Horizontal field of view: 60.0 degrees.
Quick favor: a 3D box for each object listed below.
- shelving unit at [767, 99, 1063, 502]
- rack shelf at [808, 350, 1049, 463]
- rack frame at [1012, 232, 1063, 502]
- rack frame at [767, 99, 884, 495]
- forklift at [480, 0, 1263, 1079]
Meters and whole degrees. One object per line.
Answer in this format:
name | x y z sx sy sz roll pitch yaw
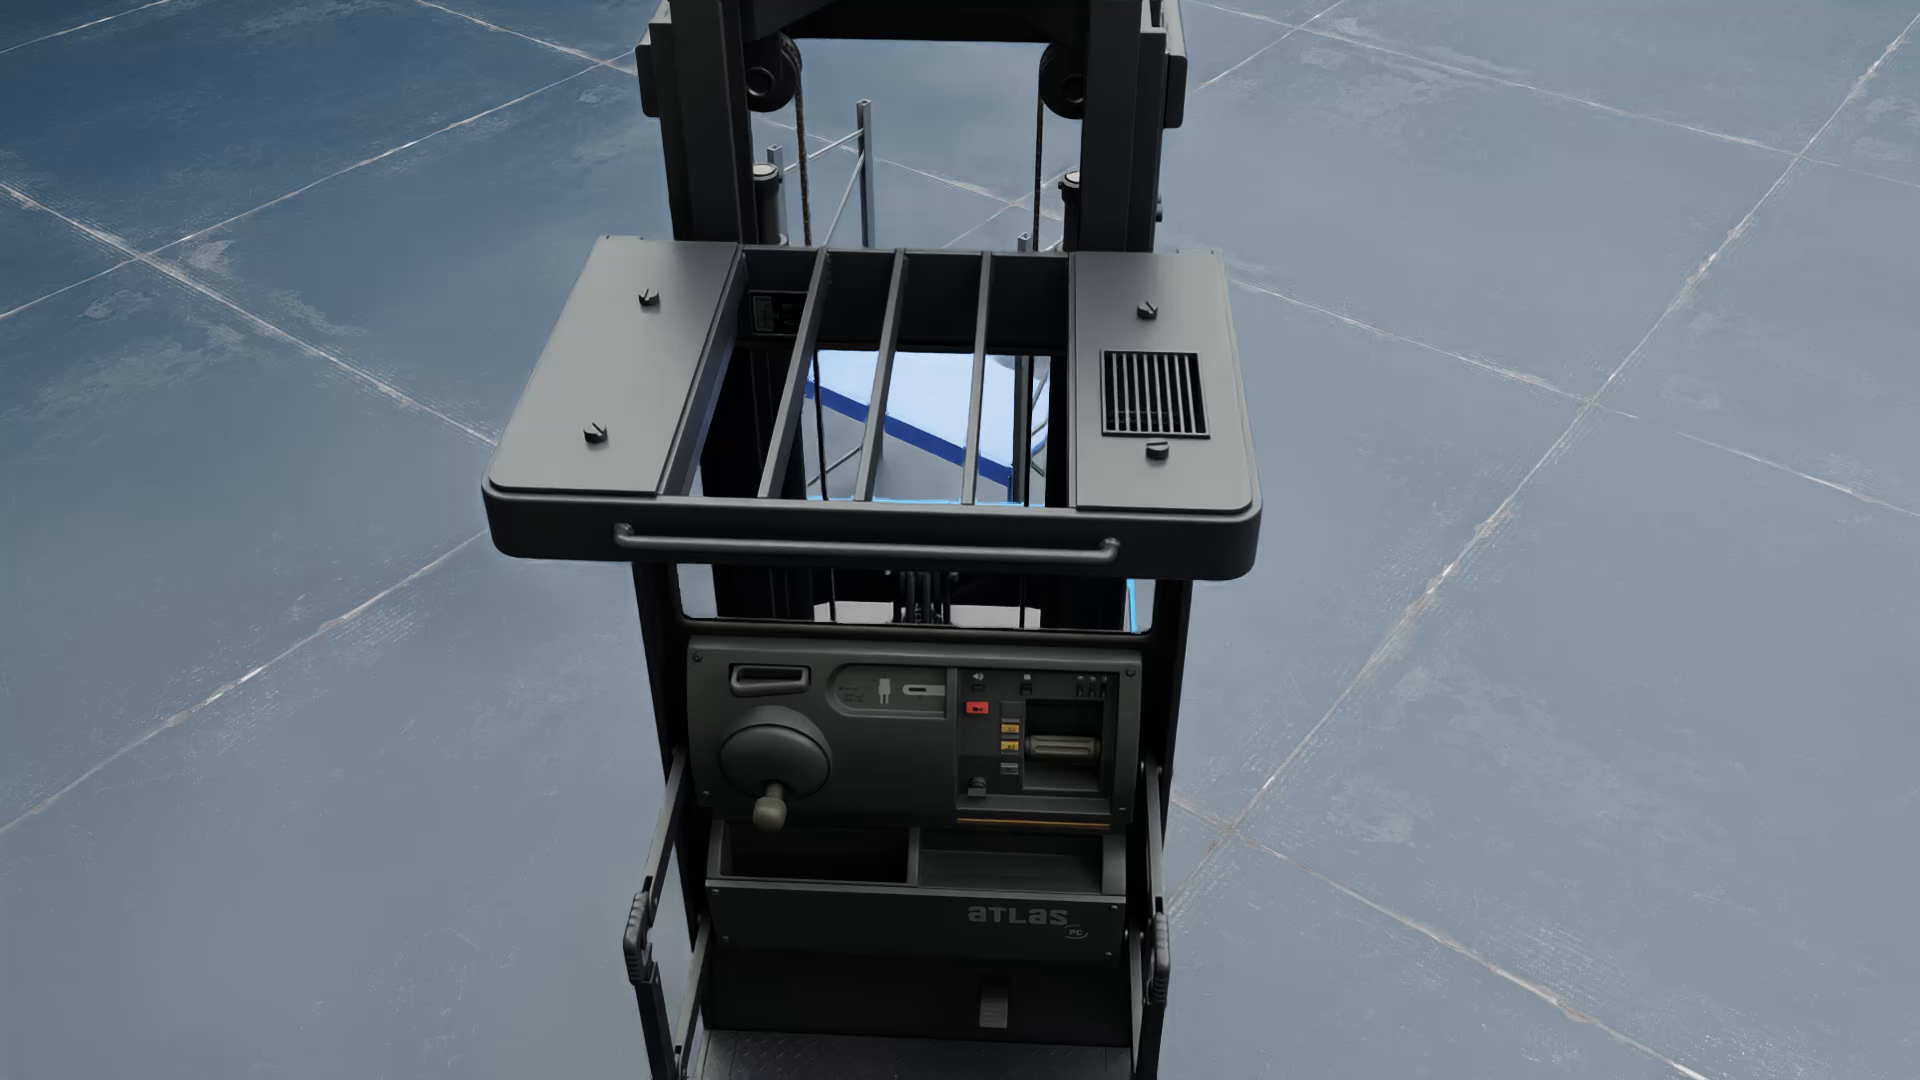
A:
shelving unit | -0.068 -0.622 5.828 1.048 1.500 0.500 25 45 29
rack shelf | -0.068 -0.519 5.909 0.952 0.062 0.459 25 45 29
rack frame | 0.336 -0.432 5.585 0.032 1.500 0.500 25 45 29
rack frame | -0.472 -0.813 6.072 0.032 1.500 0.500 25 45 29
forklift | -0.106 0.482 3.257 1.130 2.935 3.031 2 38 2
